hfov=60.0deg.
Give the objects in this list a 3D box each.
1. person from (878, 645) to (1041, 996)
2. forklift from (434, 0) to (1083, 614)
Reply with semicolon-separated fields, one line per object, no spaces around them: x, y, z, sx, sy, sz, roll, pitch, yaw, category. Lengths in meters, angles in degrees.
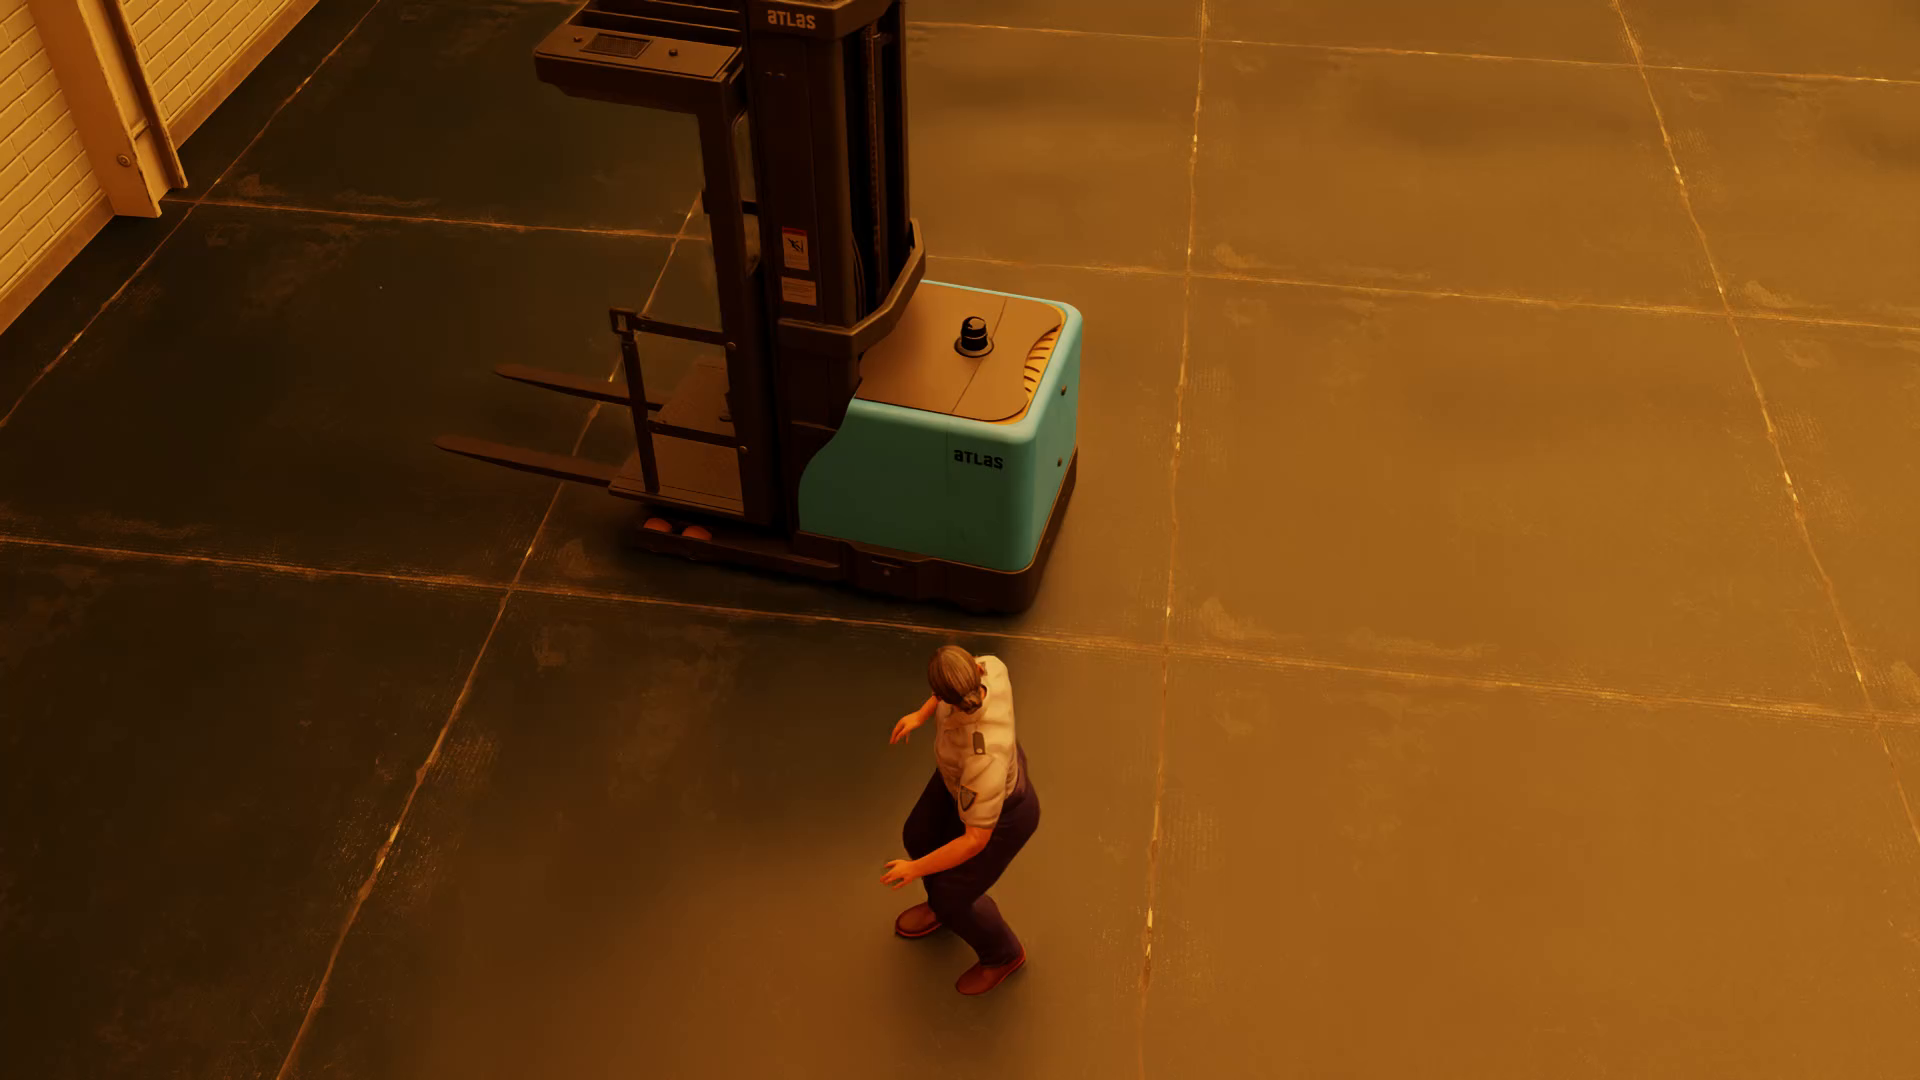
-0.023;0.942;5.728;0.603;1.609;0.719;-8;43;-9;person
-1.012;-1.313;7.153;3.031;2.935;1.130;11;44;12;forklift
